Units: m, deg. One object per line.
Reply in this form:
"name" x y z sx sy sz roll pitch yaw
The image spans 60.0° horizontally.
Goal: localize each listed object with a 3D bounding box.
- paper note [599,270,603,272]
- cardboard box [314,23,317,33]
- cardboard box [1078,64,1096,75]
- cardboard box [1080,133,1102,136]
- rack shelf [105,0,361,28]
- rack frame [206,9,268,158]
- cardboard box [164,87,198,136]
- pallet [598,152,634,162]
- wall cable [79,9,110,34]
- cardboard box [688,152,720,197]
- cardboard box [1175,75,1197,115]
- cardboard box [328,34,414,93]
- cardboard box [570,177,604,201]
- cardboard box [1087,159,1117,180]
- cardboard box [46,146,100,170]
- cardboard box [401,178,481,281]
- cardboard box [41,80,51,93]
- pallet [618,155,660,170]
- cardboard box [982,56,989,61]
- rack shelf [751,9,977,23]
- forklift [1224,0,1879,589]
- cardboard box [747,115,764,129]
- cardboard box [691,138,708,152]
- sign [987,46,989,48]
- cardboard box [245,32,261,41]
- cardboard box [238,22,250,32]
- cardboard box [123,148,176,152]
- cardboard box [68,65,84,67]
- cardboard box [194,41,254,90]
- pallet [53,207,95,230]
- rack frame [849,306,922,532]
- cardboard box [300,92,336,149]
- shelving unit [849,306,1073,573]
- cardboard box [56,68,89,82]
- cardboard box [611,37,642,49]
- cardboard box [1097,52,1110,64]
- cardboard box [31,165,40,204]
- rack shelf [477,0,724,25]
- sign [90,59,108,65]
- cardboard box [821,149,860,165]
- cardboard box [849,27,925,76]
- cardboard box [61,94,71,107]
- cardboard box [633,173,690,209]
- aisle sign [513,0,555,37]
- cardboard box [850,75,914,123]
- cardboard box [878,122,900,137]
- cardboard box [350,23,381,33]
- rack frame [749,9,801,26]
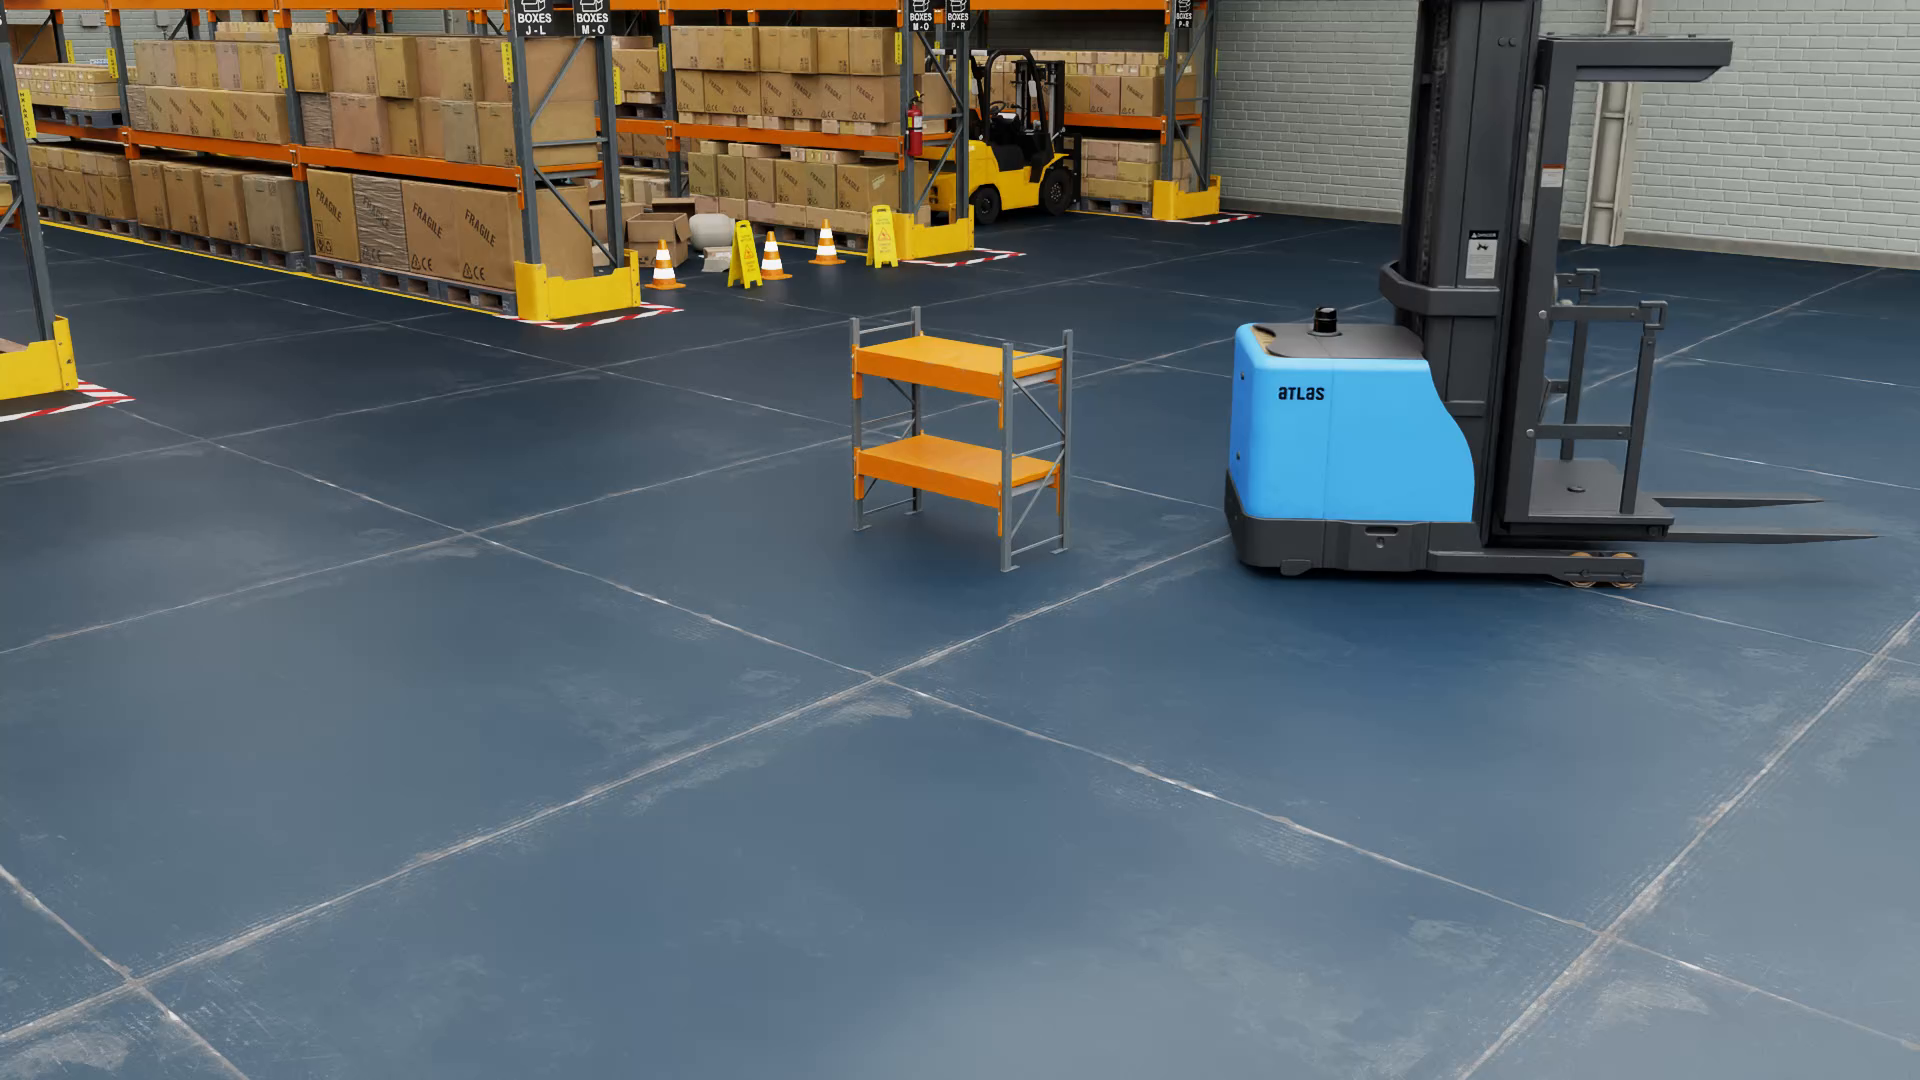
"paper note" -3.785 -2.838 17.537 0.032 0.001 0.123 -6 18 -18
"cardboard box" -9.815 -7.977 25.898 0.250 0.149 0.380 16 23 41
"cardboard box" 1.800 -6.359 22.454 0.250 0.149 0.380 14 22 38
"cardboard box" 1.663 -5.603 23.506 0.500 0.250 0.500 14 23 38
"rack shelf" -7.971 -5.818 18.216 4.000 0.370 1.077 15 23 39
"rack frame" -12.240 -7.879 28.481 0.127 3.000 1.000 15 23 39
"cardboard box" -8.551 -4.826 18.696 0.500 0.500 0.500 15 23 39
"pallet" -6.470 -7.009 30.348 1.213 0.211 1.003 15 23 39
"wall cable" -16.473 -9.505 31.873 0.123 1.953 0.585 15 23 39
"cardboard box" -3.003 -4.537 20.562 0.500 0.500 0.500 16 24 42
"cardboard box" 2.833 -6.001 22.395 0.500 0.500 0.500 16 24 41
"cardboard box" -5.733 -4.750 16.587 0.550 0.550 0.875 15 23 39
"cardboard box" -4.424 -4.231 19.864 0.500 0.500 0.500 15 23 39
"cardboard box" 2.079 -5.049 22.586 0.500 0.250 0.500 15 23 39
"cardboard box" -11.303 -4.884 21.241 0.500 0.250 0.500 16 24 41
"cardboard box" -4.694 -3.011 15.960 0.875 0.875 0.875 15 23 38
"cardboard box" -11.105 -5.610 20.558 0.250 0.149 0.380 16 23 41
"pallet" -5.323 -6.716 29.425 1.213 0.211 1.003 15 23 39
"cardboard box" 0.521 -6.880 23.602 0.250 0.149 0.380 14 23 38
"rack shelf" -1.469 -8.082 25.350 4.000 0.370 1.077 15 23 39
"forklift" 2.898 -1.332 7.964 3.031 2.935 1.130 1 18 3
"cardboard box" -2.292 -4.955 19.682 0.250 0.149 0.380 15 23 40
"cardboard box" -4.184 -6.649 28.042 0.500 0.500 0.500 16 24 42
"sign" 0.394 -7.170 24.683 0.005 0.325 0.100 15 23 39
"cardboard box" -11.289 -8.039 27.165 0.500 0.500 0.500 15 23 39
"cardboard box" -11.588 -8.415 27.279 0.250 0.149 0.380 14 22 38
"cardboard box" -10.201 -4.794 20.957 0.500 0.250 0.500 15 23 39
"cardboard box" -11.257 -6.055 21.468 0.250 0.149 0.380 14 22 38
"cardboard box" -7.991 -5.258 18.404 0.500 0.500 0.700 15 23 39
"pallet" -10.959 -4.206 21.516 1.213 0.211 1.003 15 23 39
"rack frame" -0.385 -0.640 8.767 0.032 1.125 0.500 15 23 39
"cardboard box" -6.191 -4.330 17.048 0.550 0.550 0.875 15 23 39
"shelving unit" -0.005 -0.538 8.446 1.048 1.125 0.538 15 23 39
"cardboard box" -10.722 -5.648 20.187 0.250 0.149 0.380 16 24 41
"cardboard box" -4.284 -6.346 21.224 0.250 0.149 0.380 14 22 38
"cardboard box" 2.055 -6.469 22.308 0.250 0.149 0.380 15 23 40
"cardboard box" -12.082 -4.736 22.015 0.500 0.500 0.500 16 24 41
"rack shelf" -4.761 -6.958 21.809 4.000 0.370 1.077 15 23 39
"sign" -16.551 -9.136 31.995 0.001 0.218 0.327 15 23 39
"cardboard box" -1.365 -4.383 19.004 0.250 0.149 0.380 16 24 41
"cardboard box" -0.800 -5.386 18.314 0.500 0.500 0.700 14 23 38
"cardboard box" -10.702 -5.361 20.266 0.250 0.149 0.380 15 23 39
"cardboard box" -3.659 -4.522 21.553 0.625 0.372 0.950 15 23 40
"aisle sign" -3.629 -4.684 14.113 0.004 0.787 0.394 15 23 39
"cardboard box" -0.862 -4.903 18.445 0.500 0.500 0.500 15 23 38
"cardboard box" -0.695 -4.574 18.480 0.250 0.149 0.380 16 24 41
"cardboard box" -9.312 -8.032 26.070 0.250 0.149 0.380 15 23 38
"rack frame" -2.965 -7.397 26.960 0.127 3.000 1.000 15 23 39
